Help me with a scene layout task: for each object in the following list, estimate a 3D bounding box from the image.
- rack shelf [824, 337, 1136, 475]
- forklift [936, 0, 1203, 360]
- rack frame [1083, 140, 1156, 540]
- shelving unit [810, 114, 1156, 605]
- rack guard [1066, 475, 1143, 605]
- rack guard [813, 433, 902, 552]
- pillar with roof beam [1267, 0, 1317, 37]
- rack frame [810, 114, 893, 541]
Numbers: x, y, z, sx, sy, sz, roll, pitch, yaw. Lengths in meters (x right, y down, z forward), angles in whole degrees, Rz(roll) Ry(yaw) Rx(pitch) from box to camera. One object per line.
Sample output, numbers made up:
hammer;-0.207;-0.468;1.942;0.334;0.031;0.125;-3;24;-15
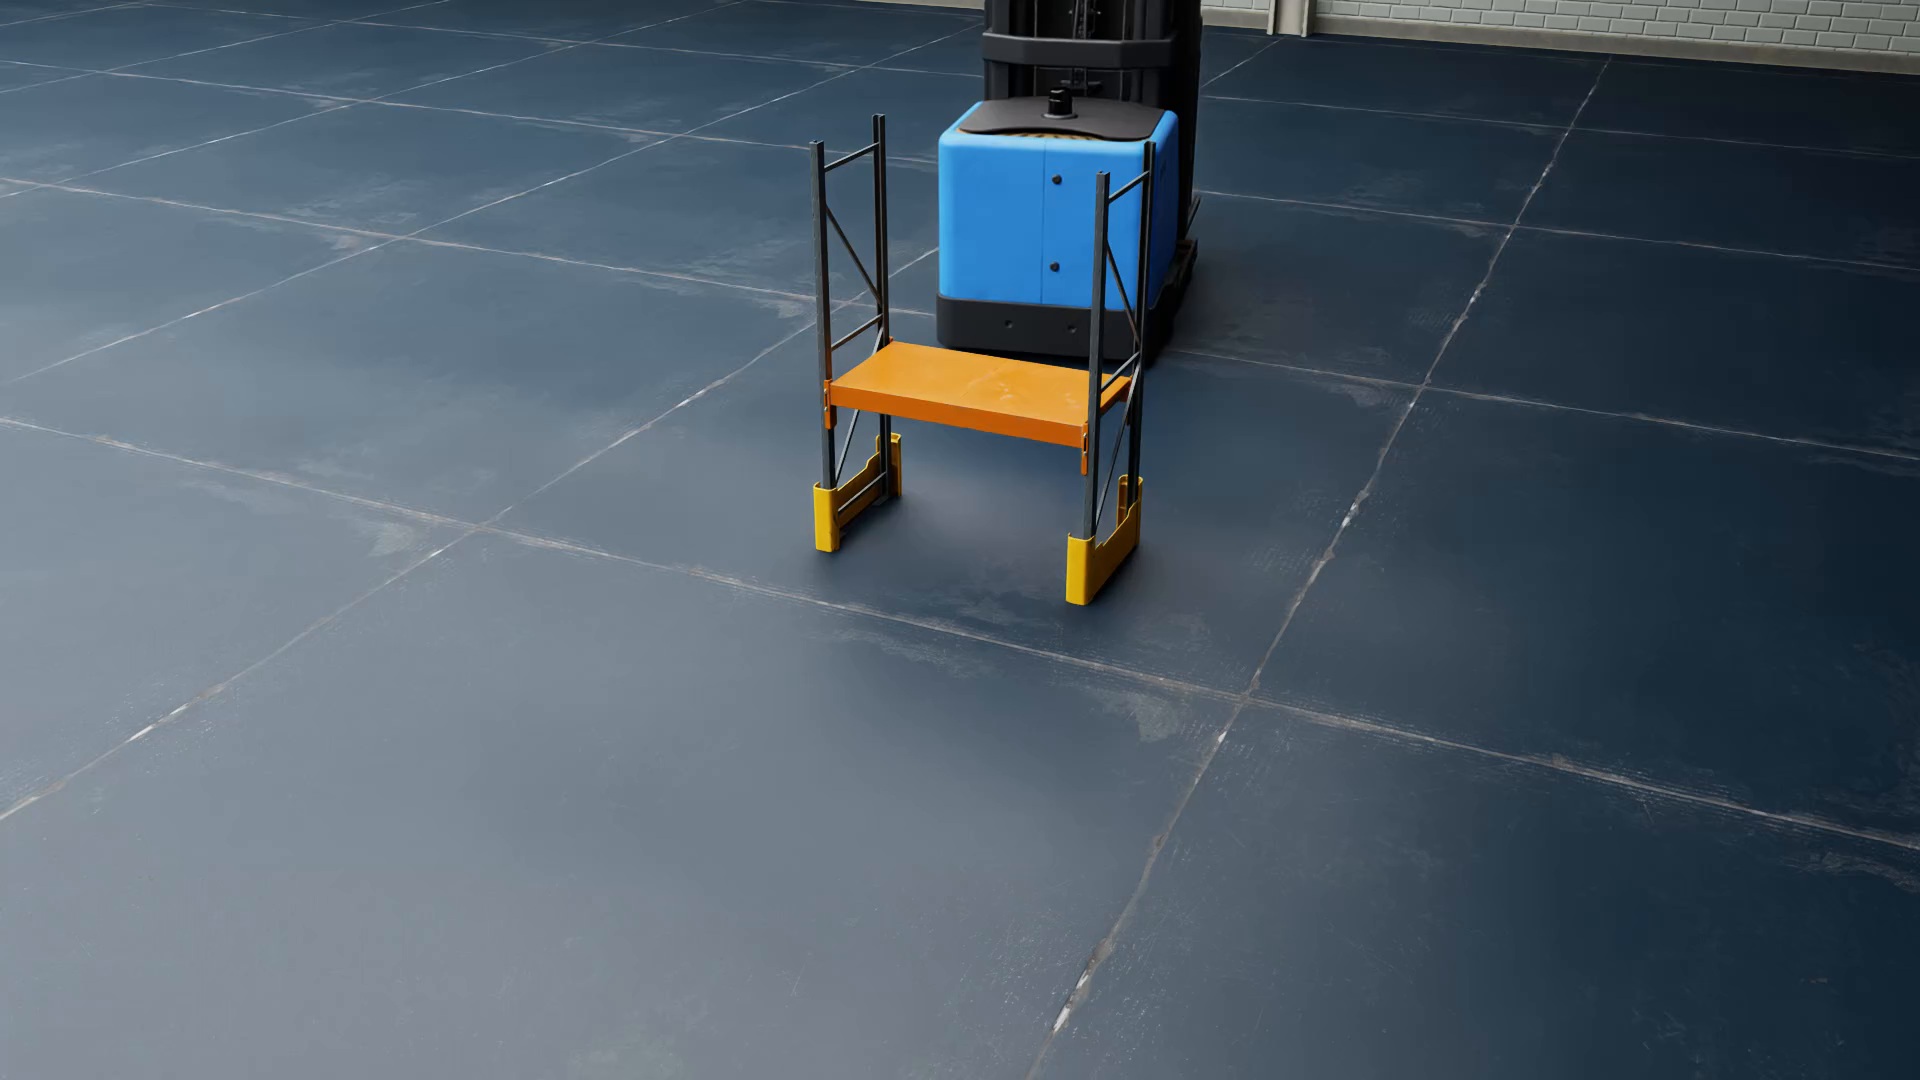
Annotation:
rack shelf;0.078;-0.496;5.966;1.000;0.185;0.538;11;28;22
forklift;0.720;-2.785;8.589;1.130;2.935;3.031;6;27;12
rack frame;0.540;-0.564;5.698;0.032;1.500;0.500;11;28;22
shelving unit;0.069;-0.659;5.890;1.083;1.500;0.587;11;28;22
rack guard;0.523;-0.007;5.982;0.087;0.250;0.587;11;28;22
rack guard;-0.384;-0.189;6.351;0.087;0.250;0.587;11;28;22
pillar with roof beam;1.481;-7.310;10.910;0.400;9.000;9.100;11;28;22
rack frame;-0.385;-0.750;6.076;0.032;1.500;0.500;11;28;22
